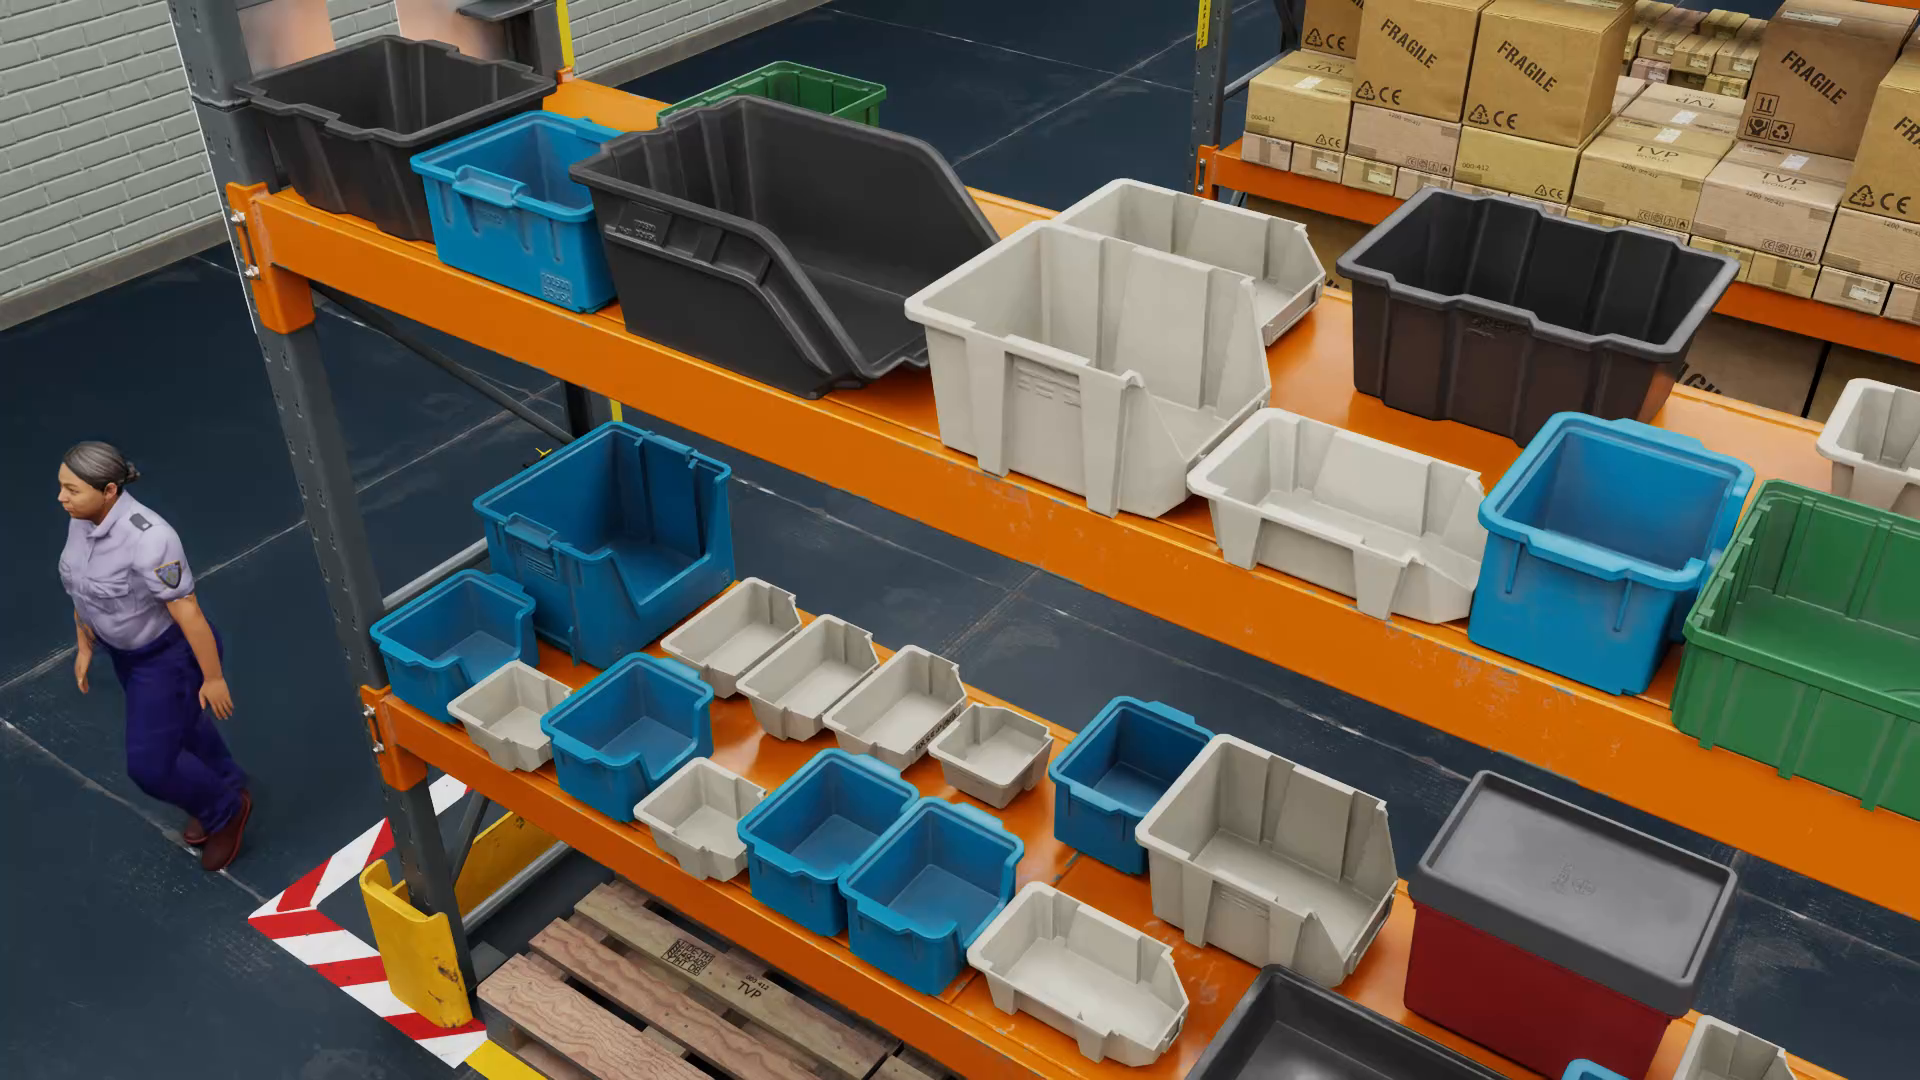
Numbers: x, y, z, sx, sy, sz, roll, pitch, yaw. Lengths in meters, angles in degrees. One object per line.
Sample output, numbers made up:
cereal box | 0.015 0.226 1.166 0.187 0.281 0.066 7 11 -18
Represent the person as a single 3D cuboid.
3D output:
person | -2.679 0.431 5.544 0.595 1.689 0.453 24 41 30
